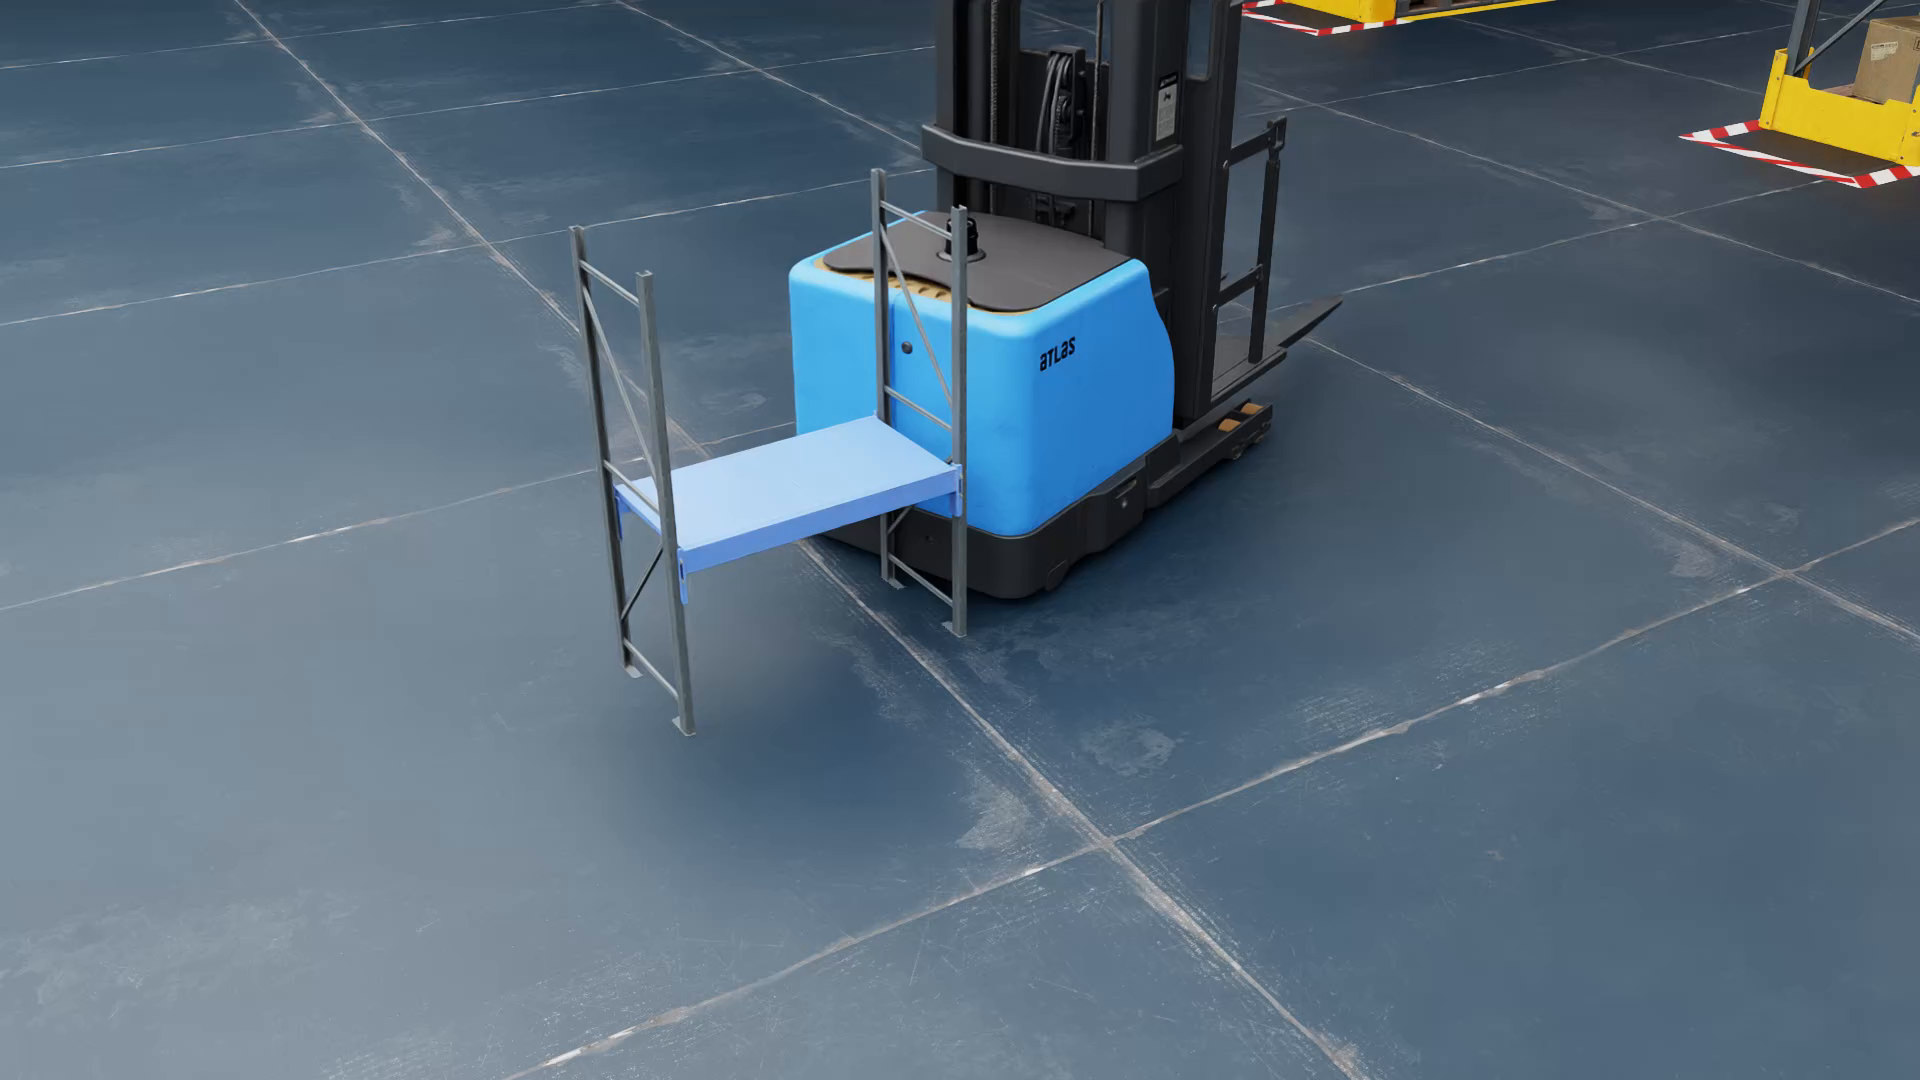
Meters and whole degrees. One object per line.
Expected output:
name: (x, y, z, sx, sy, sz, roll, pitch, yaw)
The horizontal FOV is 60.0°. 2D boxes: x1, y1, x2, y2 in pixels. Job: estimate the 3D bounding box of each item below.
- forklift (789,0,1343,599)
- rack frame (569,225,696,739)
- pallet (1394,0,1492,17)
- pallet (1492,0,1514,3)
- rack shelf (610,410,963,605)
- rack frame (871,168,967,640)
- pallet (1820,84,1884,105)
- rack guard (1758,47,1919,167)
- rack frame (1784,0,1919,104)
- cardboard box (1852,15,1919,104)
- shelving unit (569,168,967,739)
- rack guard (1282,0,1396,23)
forklift: (0.657, -1.738, 6.365, 1.130, 2.935, 3.031, 19, 34, 31)
rack frame: (-0.971, -0.146, 4.963, 0.032, 1.500, 0.500, -18, 34, -30)
pallet: (4.057, -5.011, 15.111, 1.213, 0.211, 1.003, -16, 33, -26)
pallet: (5.107, -5.307, 15.648, 1.213, 0.211, 1.003, -16, 33, -26)
rack shelf: (-0.551, -0.127, 5.300, 1.000, 0.185, 0.538, -18, 34, -30)
rack frame: (-0.130, -0.423, 5.464, 0.032, 1.500, 0.500, -18, 34, -30)
pallet: (6.605, -2.915, 11.314, 1.213, 0.211, 1.003, -16, 33, -26)
rack guard: (5.887, -2.857, 10.910, 0.348, 0.500, 1.175, -16, 33, -26)
rack frame: (5.821, -3.933, 10.273, 0.127, 3.000, 1.000, -16, 33, -26)
cardboard box: (6.368, -3.169, 11.040, 0.500, 0.500, 0.500, -10, 30, -17)
shelving unit: (-0.551, -0.285, 5.213, 1.048, 1.500, 0.538, -18, 34, -30)
rack guard: (3.354, -4.940, 14.685, 0.348, 0.500, 1.175, -16, 33, -26)
